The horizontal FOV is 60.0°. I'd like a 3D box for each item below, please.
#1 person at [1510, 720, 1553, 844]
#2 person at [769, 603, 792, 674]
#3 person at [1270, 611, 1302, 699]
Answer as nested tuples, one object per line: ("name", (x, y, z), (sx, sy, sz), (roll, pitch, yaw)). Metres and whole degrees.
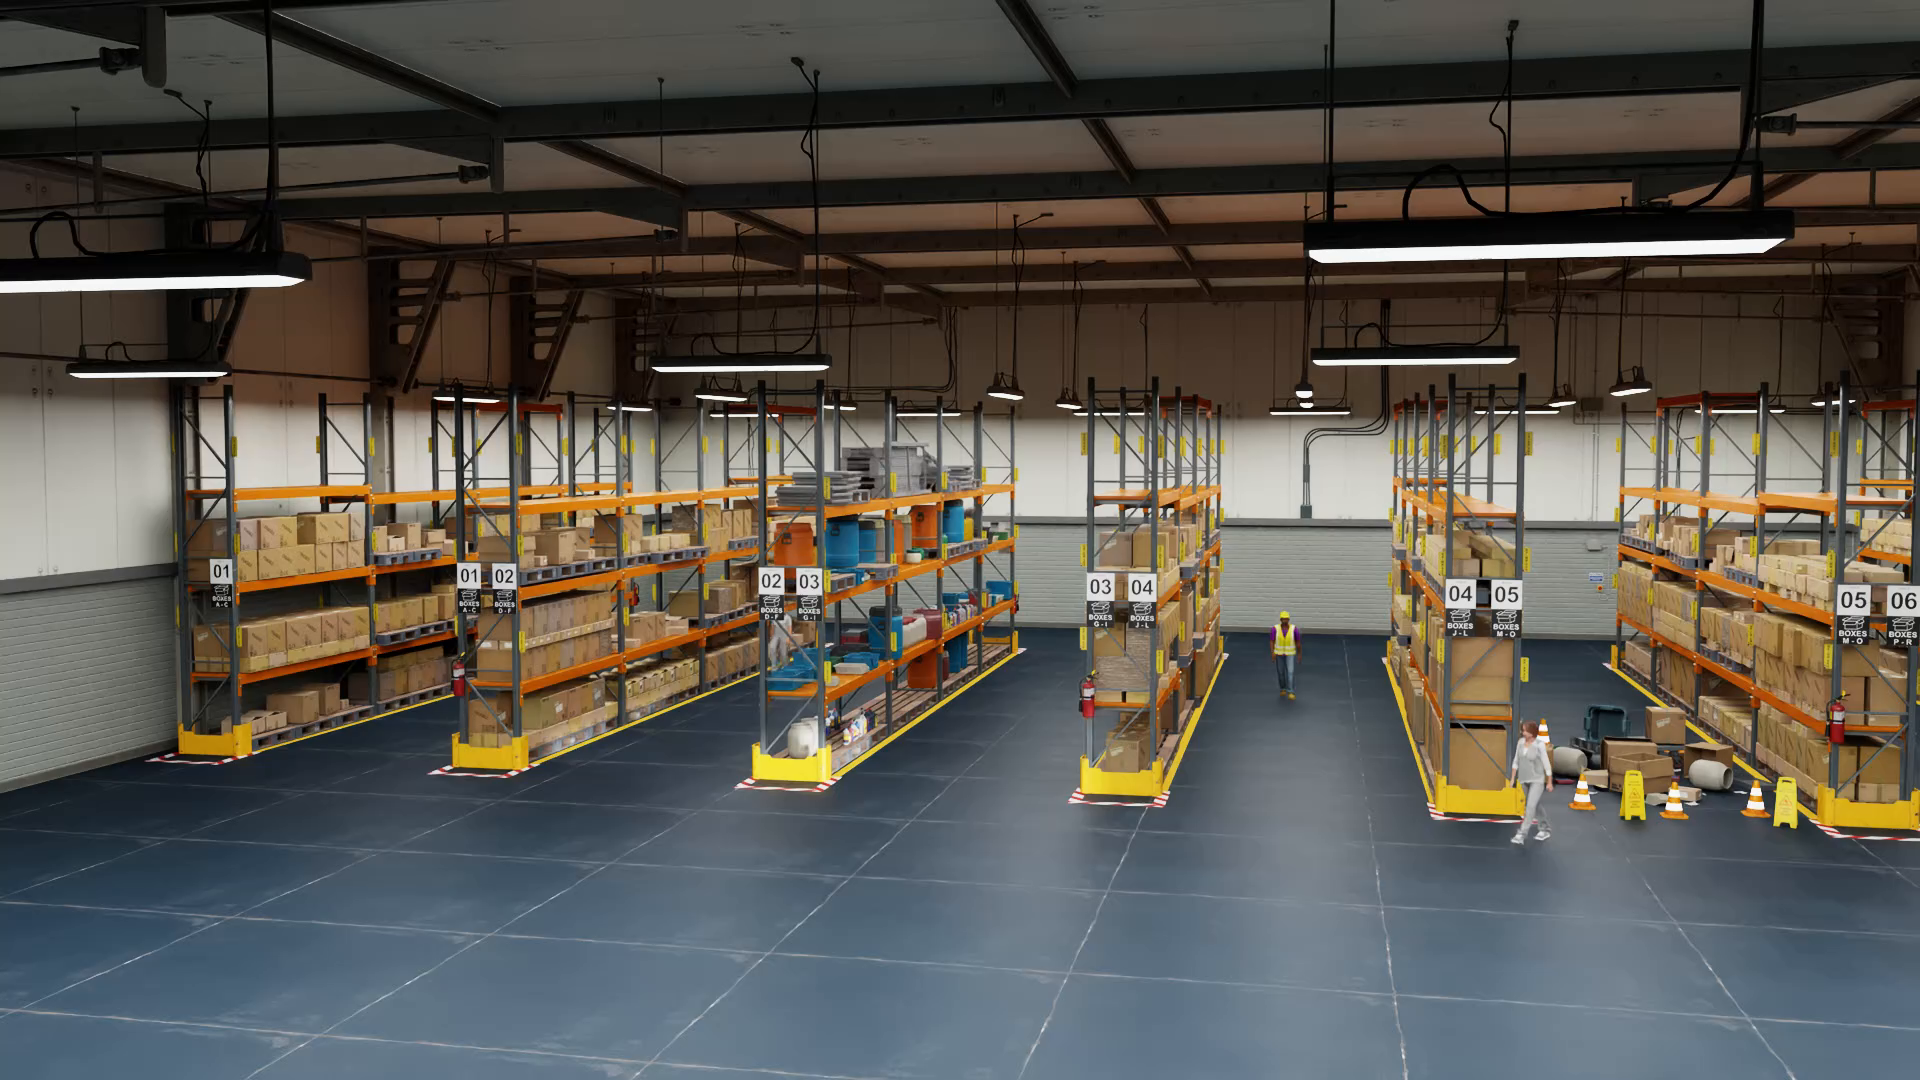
("person", (7.117, 3.036, 20.860), (0.957, 1.547, 0.451), (-2, 4, -31))
("person", (-3.796, 2.061, 35.137), (0.463, 1.452, 0.718), (0, 3, -1))
("person", (6.438, 2.268, 32.926), (0.616, 1.716, 0.967), (1, 3, 17))
